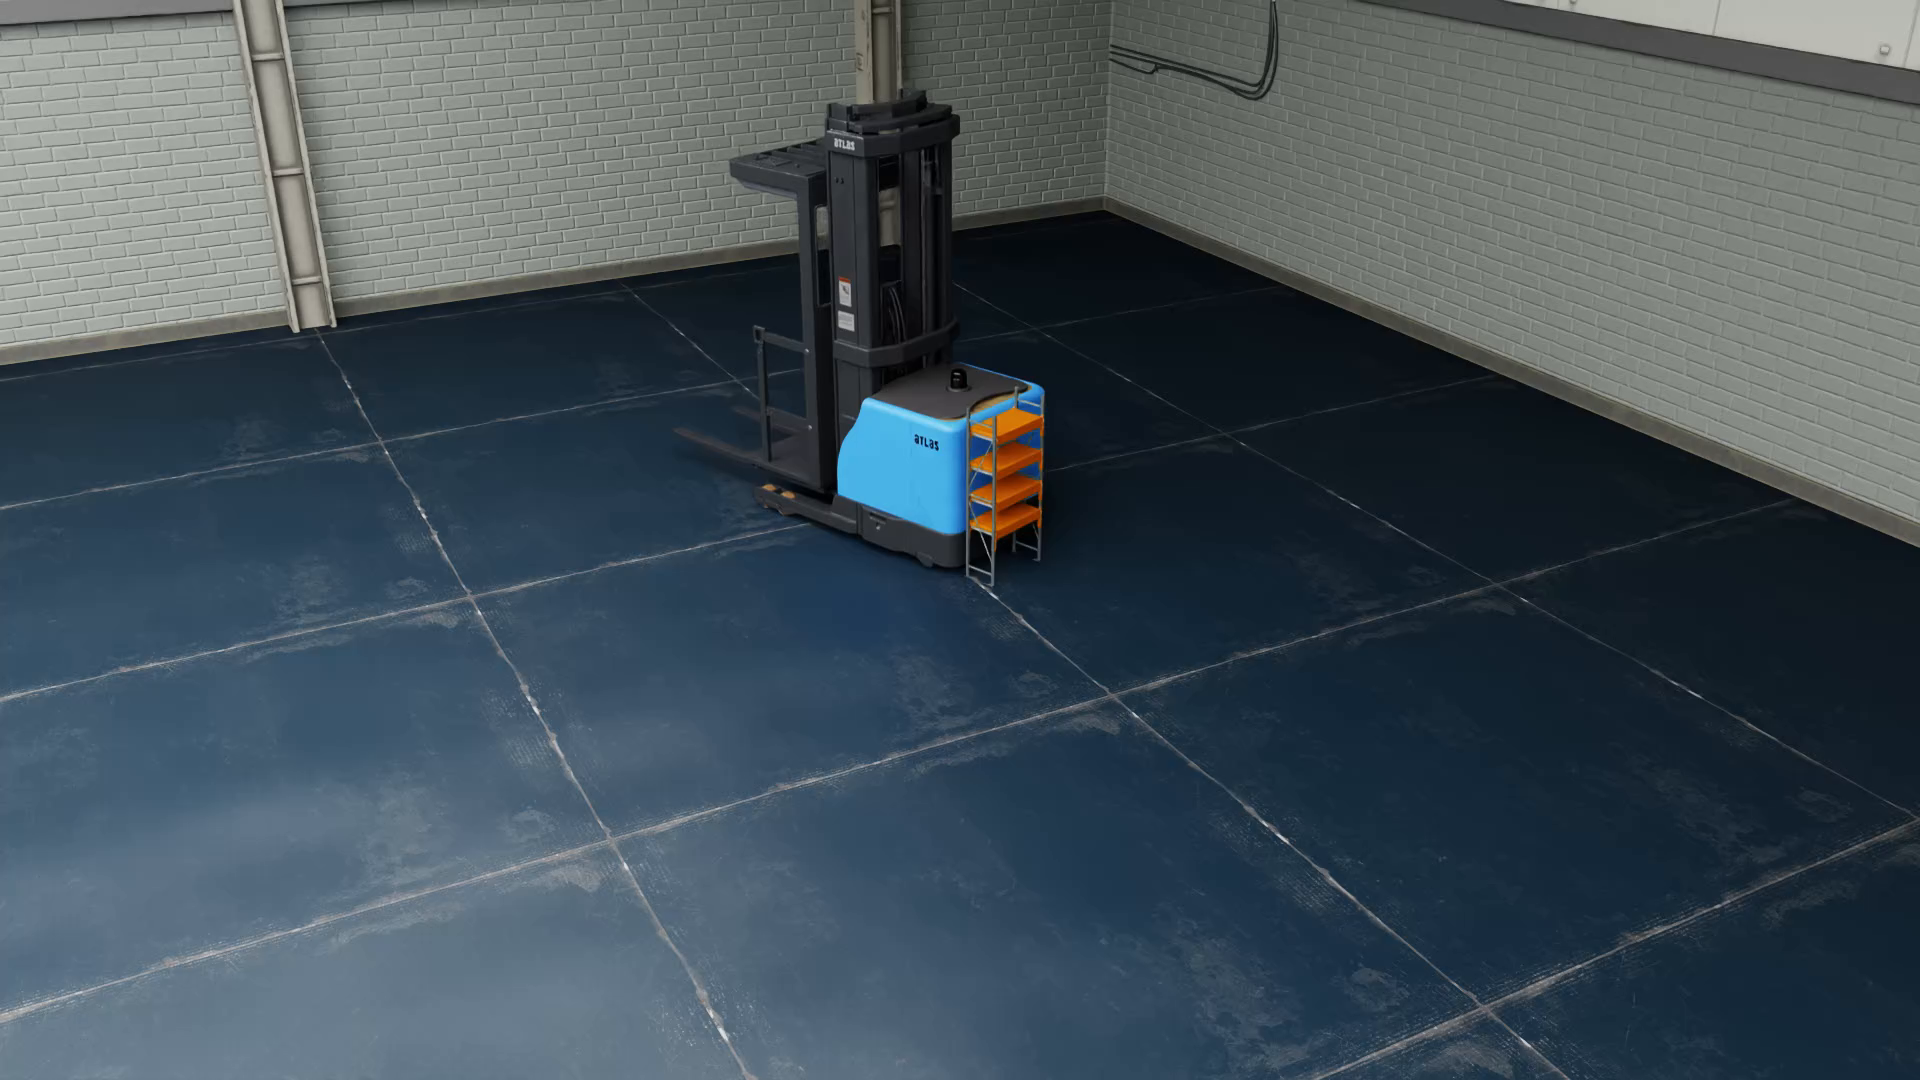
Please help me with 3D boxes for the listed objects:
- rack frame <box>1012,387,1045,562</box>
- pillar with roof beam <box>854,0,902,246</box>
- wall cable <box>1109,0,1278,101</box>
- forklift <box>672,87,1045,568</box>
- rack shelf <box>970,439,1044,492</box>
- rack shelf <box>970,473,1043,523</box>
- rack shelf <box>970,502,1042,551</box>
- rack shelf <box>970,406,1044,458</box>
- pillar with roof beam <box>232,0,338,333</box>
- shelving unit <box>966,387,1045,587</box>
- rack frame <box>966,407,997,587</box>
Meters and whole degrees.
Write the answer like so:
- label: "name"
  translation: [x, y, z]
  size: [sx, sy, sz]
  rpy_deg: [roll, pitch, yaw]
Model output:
- label: "rack frame"
  translation: [0.453, -0.426, 11.053]
  size: [0.240, 1.200, 0.015]
  rpy_deg: [21, 32, 36]
- label: "pillar with roof beam"
  translation: [1.170, -5.679, 12.983]
  size: [0.400, 9.000, 9.100]
  rpy_deg: [-13, 29, -25]
- label: "wall cable"
  translation: [2.366, -6.018, 17.277]
  size: [0.112, 2.526, 3.097]
  rpy_deg: [-13, 29, -25]
- label: "forklift"
  translation: [-0.855, -1.653, 11.608]
  size: [3.031, 2.935, 1.130]
  rpy_deg: [20, 32, 36]
- label: "rack shelf"
  translation: [0.294, -0.487, 10.818]
  size: [0.258, 0.148, 0.480]
  rpy_deg: [21, 32, 36]
- label: "rack shelf"
  translation: [0.294, -0.286, 10.915]
  size: [0.258, 0.148, 0.480]
  rpy_deg: [21, 32, 36]
- label: "rack shelf"
  translation: [0.293, -0.107, 11.002]
  size: [0.258, 0.148, 0.480]
  rpy_deg: [21, 32, 36]
- label: "rack shelf"
  translation: [0.294, -0.700, 10.716]
  size: [0.258, 0.148, 0.480]
  rpy_deg: [21, 32, 36]
- label: "pillar with roof beam"
  translation: [-4.124, -4.457, 10.437]
  size: [0.400, 9.000, 9.100]
  rpy_deg: [-13, 29, -25]
- label: "shelving unit"
  translation: [0.294, -0.346, 10.886]
  size: [0.258, 1.200, 0.503]
  rpy_deg: [21, 32, 36]
- label: "rack frame"
  translation: [0.135, -0.266, 10.719]
  size: [0.240, 1.200, 0.015]
  rpy_deg: [21, 32, 36]
